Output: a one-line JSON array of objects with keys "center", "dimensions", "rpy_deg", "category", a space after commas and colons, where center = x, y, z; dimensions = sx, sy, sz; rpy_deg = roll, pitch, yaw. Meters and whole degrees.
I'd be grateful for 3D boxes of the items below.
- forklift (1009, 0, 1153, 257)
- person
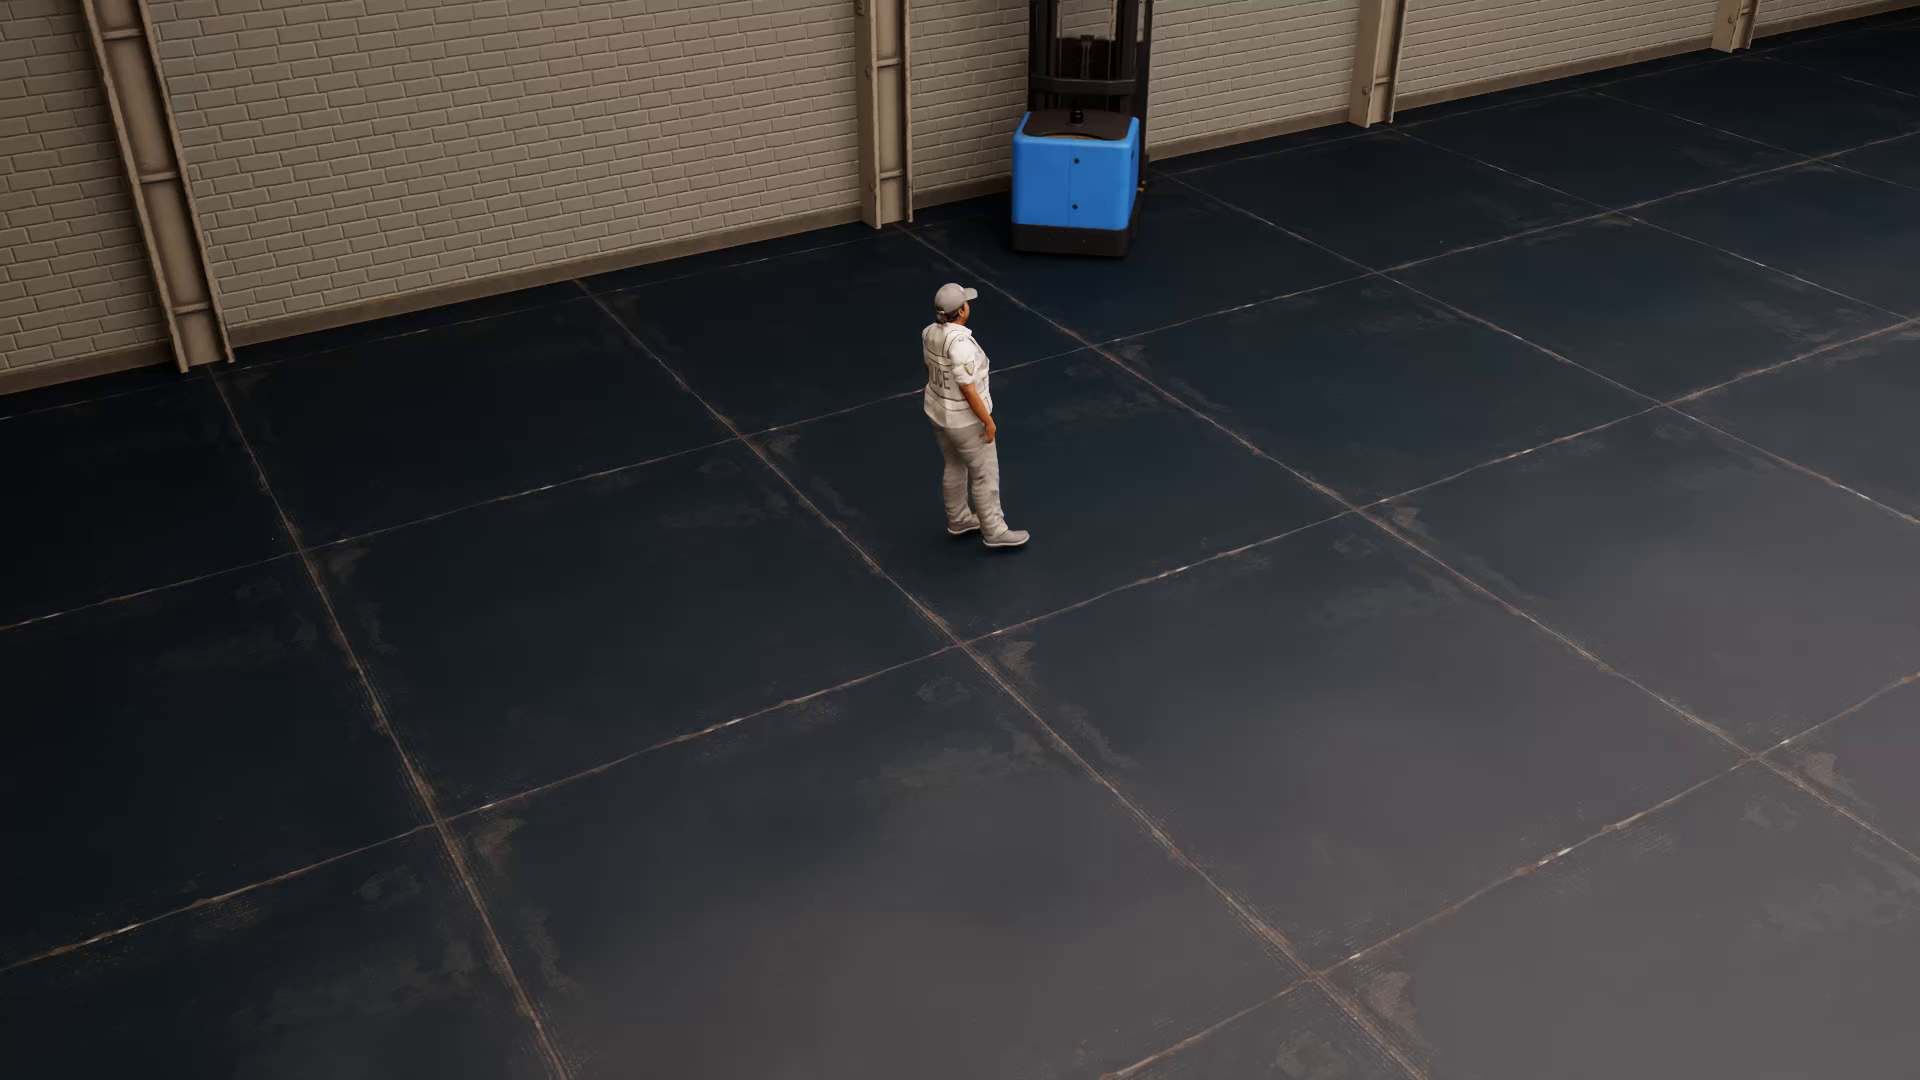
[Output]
[{"center": [1.201, -4.468, 15.108], "dimensions": [1.130, 2.935, 3.031], "rpy_deg": [5, 31, 9], "category": "forklift"}, {"center": [0.077, -0.767, 10.064], "dimensions": [0.528, 1.669, 0.598], "rpy_deg": [-17, 35, -26], "category": "person"}]
